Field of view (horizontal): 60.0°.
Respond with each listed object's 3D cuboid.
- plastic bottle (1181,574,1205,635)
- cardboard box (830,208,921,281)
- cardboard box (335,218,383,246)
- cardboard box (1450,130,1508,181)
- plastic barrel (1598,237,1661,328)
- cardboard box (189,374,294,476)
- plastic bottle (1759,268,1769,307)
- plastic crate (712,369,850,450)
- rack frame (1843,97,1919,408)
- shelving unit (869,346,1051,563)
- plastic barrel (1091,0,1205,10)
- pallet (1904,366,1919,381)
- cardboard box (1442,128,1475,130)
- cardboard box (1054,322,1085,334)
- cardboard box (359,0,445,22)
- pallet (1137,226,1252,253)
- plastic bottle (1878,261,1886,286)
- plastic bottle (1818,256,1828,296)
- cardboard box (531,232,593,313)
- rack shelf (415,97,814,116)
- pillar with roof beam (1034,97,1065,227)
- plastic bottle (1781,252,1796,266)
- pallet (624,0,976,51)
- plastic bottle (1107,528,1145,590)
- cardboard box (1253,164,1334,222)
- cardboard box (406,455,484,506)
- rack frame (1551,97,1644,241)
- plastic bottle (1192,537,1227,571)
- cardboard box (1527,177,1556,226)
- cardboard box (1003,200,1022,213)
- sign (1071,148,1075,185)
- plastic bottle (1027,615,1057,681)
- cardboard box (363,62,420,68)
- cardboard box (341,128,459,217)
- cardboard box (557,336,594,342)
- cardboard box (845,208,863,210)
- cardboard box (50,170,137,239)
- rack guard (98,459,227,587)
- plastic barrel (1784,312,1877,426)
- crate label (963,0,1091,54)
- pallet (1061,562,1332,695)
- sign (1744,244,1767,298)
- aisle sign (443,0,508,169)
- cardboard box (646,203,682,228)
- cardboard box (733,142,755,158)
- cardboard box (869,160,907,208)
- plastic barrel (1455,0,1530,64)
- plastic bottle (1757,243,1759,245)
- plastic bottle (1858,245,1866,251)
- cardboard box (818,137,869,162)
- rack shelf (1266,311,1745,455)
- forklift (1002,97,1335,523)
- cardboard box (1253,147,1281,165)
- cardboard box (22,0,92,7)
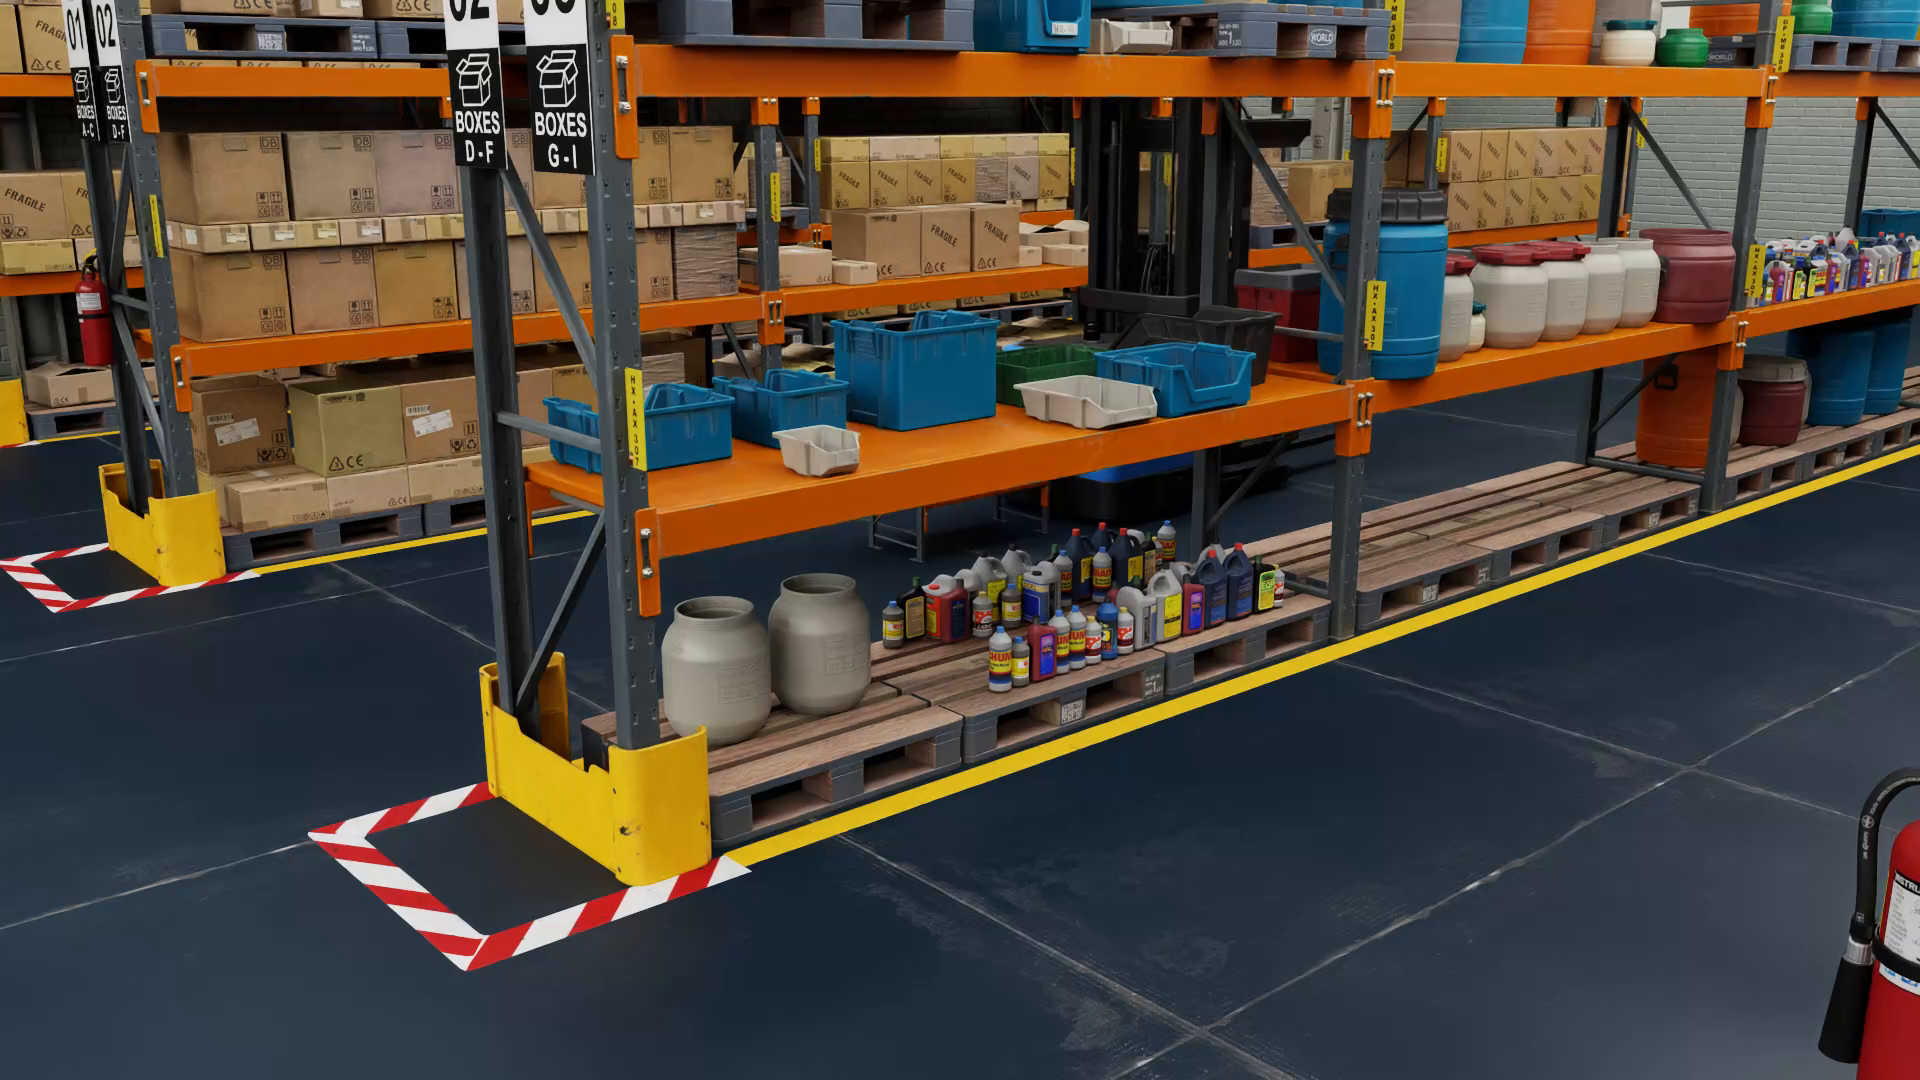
[{"bbox_3d":[1.078,0.292,7.754,0.133,0.283,0.061,-11,19,-36],"label":"plastic bottle"},{"bbox_3d":[-0.646,-2.270,12.743,0.500,0.500,0.500,-11,18,-35],"label":"cardboard box"},{"bbox_3d":[-3.635,-1.844,9.890,0.250,0.149,0.380,-13,20,-40],"label":"cardboard box"},{"bbox_3d":[5.331,-4.005,17.299,0.500,0.500,0.500,-13,20,-41],"label":"cardboard box"},{"bbox_3d":[3.997,-1.557,10.048,0.421,0.512,0.421,0,15,0],"label":"plastic barrel"},{"bbox_3d":[-4.442,-0.714,10.171,0.500,0.500,0.500,-13,19,-39],"label":"cardboard box"},{"bbox_3d":[5.277,-1.681,10.980,0.097,0.271,0.097,0,15,0],"label":"plastic bottle"},{"bbox_3d":[-0.727,-0.543,6.760,0.408,0.251,0.499,-13,19,-39],"label":"plastic crate"},{"bbox_3d":[7.650,-2.396,13.408,0.127,3.000,1.000,-13,19,-39],"label":"rack frame"},{"bbox_3d":[0.005,-0.545,10.109,1.048,1.125,0.538,-13,19,-39],"label":"shelving unit"},{"bbox_3d":[0.794,-2.787,7.275,0.708,0.901,0.600,-13,19,-39],"label":"plastic barrel"},{"bbox_3d":[9.100,-1.389,15.040,1.213,0.211,1.003,-13,19,-39],"label":"pallet"},{"bbox_3d":[5.378,-4.201,18.034,0.500,0.500,0.500,-12,19,-39],"label":"cardboard box"},{"bbox_3d":[1.151,-1.692,14.200,0.500,0.311,0.500,-12,19,-38],"label":"cardboard box"},{"bbox_3d":[-3.219,-3.324,9.791,0.500,0.500,0.500,-13,19,-39],"label":"cardboard box"},{"bbox_3d":[1.849,-2.719,14.989,1.003,0.211,1.213,-13,19,-39],"label":"pallet"},{"bbox_3d":[6.738,-1.975,12.217,0.097,0.201,0.097,0,15,0],"label":"plastic bottle"},{"bbox_3d":[5.974,-1.837,11.566,0.097,0.271,0.097,0,15,0],"label":"plastic bottle"},{"bbox_3d":[-2.739,-1.803,10.993,0.500,0.500,0.700,-12,19,-39],"label":"cardboard box"},{"bbox_3d":[-3.379,-4.410,16.529,4.000,0.370,1.077,-13,19,-39],"label":"rack shelf"},{"bbox_3d":[3.933,-6.672,17.791,0.400,9.000,9.100,-13,19,-39],"label":"pillar with roof beam"},{"bbox_3d":[6.274,-2.079,12.604,0.097,0.201,0.097,0,15,0],"label":"plastic bottle"},{"bbox_3d":[-0.714,-1.842,5.888,1.213,0.211,1.003,-13,19,-39],"label":"pallet"},{"bbox_3d":[0.829,0.110,8.305,0.185,0.351,0.144,-13,19,-39],"label":"plastic bottle"},{"bbox_3d":[3.109,-3.301,15.788,0.700,0.500,0.500,10,18,33],"label":"cardboard box"},{"bbox_3d":[-3.348,-0.420,10.525,0.500,0.250,0.500,-13,19,-39],"label":"cardboard box"},{"bbox_3d":[7.419,-4.039,19.557,0.127,3.000,1.000,-13,19,-39],"label":"rack frame"},{"bbox_3d":[1.224,0.164,8.106,0.185,0.351,0.144,-13,19,-39],"label":"plastic bottle"},{"bbox_3d":[6.111,-3.701,18.098,0.500,0.500,0.500,-13,20,-40],"label":"cardboard box"},{"bbox_3d":[0.517,-3.962,19.718,0.250,0.149,0.380,-13,19,-39],"label":"cardboard box"},{"bbox_3d":[1.021,-3.309,14.734,0.005,0.325,0.100,-13,19,-39],"label":"sign"},{"bbox_3d":[0.353,0.455,7.144,0.133,0.283,0.061,-12,19,-38],"label":"plastic bottle"},{"bbox_3d":[-5.109,-4.343,14.650,0.500,0.500,0.500,-12,19,-38],"label":"cardboard box"},{"bbox_3d":[-3.478,-2.264,10.207,0.500,0.500,0.700,-13,19,-39],"label":"cardboard box"},{"bbox_3d":[-3.987,-2.200,16.664,0.500,0.500,0.700,-13,20,-40],"label":"cardboard box"},{"bbox_3d":[-1.274,-3.587,18.315,0.250,0.149,0.380,-12,19,-39],"label":"cardboard box"},{"bbox_3d":[-6.969,-2.696,13.328,0.500,0.500,0.500,-13,19,-39],"label":"cardboard box"},{"bbox_3d":[-4.669,-0.116,9.717,0.348,0.500,1.175,-13,19,-39],"label":"rack guard"},{"bbox_3d":[6.695,-1.376,12.843,0.708,0.901,0.600,-13,19,-39],"label":"plastic barrel"},{"bbox_3d":[0.227,-1.993,6.376,0.408,0.251,0.502,-13,19,-39],"label":"crate label"},{"bbox_3d":[1.081,0.412,8.298,1.213,0.211,1.003,-13,19,-39],"label":"pallet"},{"bbox_3d":[4.999,-1.691,10.453,0.005,0.325,0.100,-13,19,-39],"label":"sign"},{"bbox_3d":[-1.651,-1.665,5.633,0.004,0.787,0.394,-13,19,-39],"label":"aisle sign"},{"bbox_3d":[-2.082,-2.193,11.198,0.250,0.149,0.380,-13,20,-41],"label":"cardboard box"},{"bbox_3d":[-2.344,-4.100,17.482,0.380,0.149,0.250,12,19,38],"label":"cardboard box"},{"bbox_3d":[-0.935,-3.968,18.484,0.500,0.500,0.500,-12,19,-38],"label":"cardboard box"},{"bbox_3d":[2.843,-3.082,9.192,0.708,0.901,0.600,-13,19,-39],"label":"plastic barrel"},{"bbox_3d":[5.999,-2.103,12.559,0.097,0.271,0.097,0,15,0],"label":"plastic bottle"},{"bbox_3d":[6.712,-2.055,12.381,0.097,0.271,0.097,0,15,0],"label":"plastic bottle"},{"bbox_3d":[-1.337,-4.243,18.059,0.500,0.250,0.500,-12,19,-38],"label":"cardboard box"},{"bbox_3d":[3.124,-1.032,9.695,4.000,0.370,1.077,-13,19,-39],"label":"rack shelf"},{"bbox_3d":[1.656,-1.830,11.421,3.031,2.935,1.130,-14,20,-42],"label":"forklift"},{"bbox_3d":[3.786,-5.059,22.795,0.700,0.700,0.980,-12,19,-37],"label":"cardboard box"},{"bbox_3d":[-7.044,-4.375,12.835,0.500,0.500,0.500,-13,20,-40],"label":"cardboard box"}]
